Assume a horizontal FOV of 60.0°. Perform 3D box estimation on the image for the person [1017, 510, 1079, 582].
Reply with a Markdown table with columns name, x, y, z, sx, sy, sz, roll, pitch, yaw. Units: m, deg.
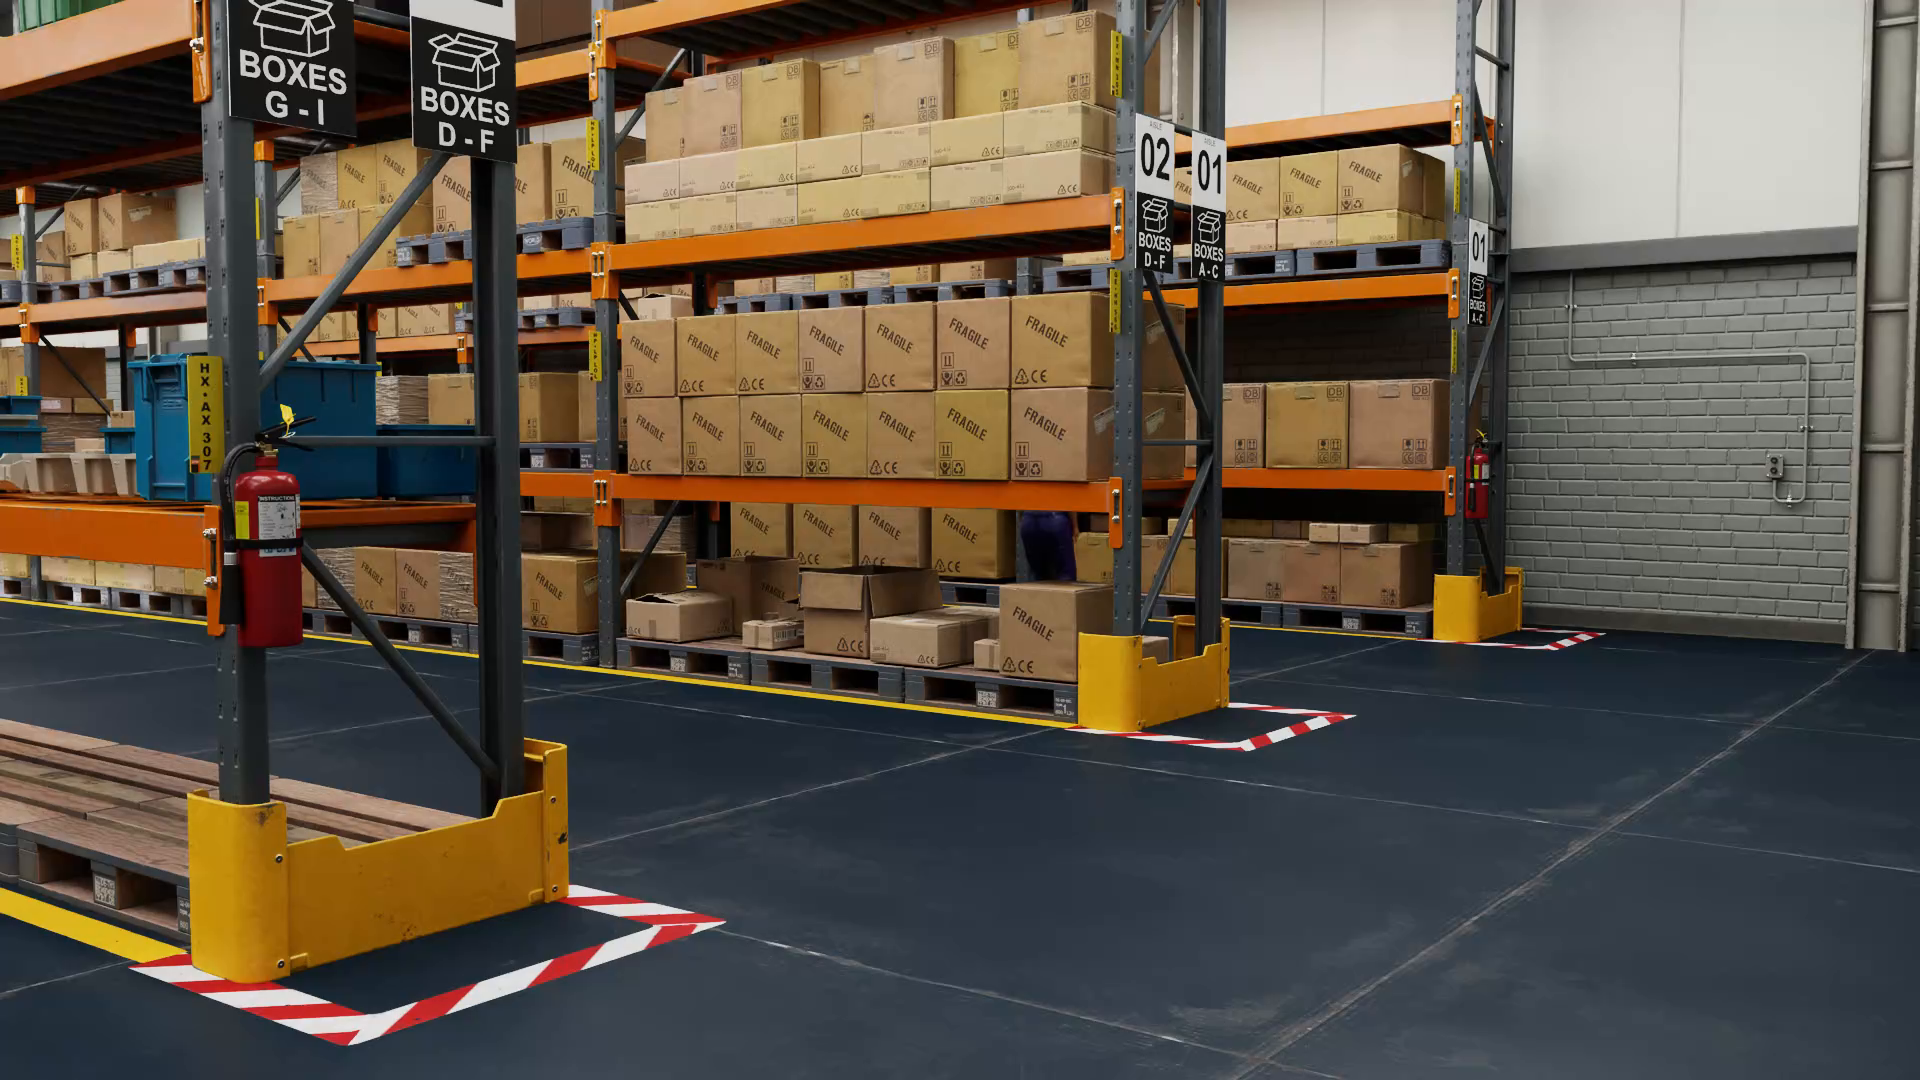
| name | x | y | z | sx | sy | sz | roll | pitch | yaw |
| --- | --- | --- | --- | --- | --- | --- | --- | --- | --- |
| person | 0.720 | -0.084 | 13.191 | 0.546 | 1.650 | 0.424 | 2 | 4 | 34 |
